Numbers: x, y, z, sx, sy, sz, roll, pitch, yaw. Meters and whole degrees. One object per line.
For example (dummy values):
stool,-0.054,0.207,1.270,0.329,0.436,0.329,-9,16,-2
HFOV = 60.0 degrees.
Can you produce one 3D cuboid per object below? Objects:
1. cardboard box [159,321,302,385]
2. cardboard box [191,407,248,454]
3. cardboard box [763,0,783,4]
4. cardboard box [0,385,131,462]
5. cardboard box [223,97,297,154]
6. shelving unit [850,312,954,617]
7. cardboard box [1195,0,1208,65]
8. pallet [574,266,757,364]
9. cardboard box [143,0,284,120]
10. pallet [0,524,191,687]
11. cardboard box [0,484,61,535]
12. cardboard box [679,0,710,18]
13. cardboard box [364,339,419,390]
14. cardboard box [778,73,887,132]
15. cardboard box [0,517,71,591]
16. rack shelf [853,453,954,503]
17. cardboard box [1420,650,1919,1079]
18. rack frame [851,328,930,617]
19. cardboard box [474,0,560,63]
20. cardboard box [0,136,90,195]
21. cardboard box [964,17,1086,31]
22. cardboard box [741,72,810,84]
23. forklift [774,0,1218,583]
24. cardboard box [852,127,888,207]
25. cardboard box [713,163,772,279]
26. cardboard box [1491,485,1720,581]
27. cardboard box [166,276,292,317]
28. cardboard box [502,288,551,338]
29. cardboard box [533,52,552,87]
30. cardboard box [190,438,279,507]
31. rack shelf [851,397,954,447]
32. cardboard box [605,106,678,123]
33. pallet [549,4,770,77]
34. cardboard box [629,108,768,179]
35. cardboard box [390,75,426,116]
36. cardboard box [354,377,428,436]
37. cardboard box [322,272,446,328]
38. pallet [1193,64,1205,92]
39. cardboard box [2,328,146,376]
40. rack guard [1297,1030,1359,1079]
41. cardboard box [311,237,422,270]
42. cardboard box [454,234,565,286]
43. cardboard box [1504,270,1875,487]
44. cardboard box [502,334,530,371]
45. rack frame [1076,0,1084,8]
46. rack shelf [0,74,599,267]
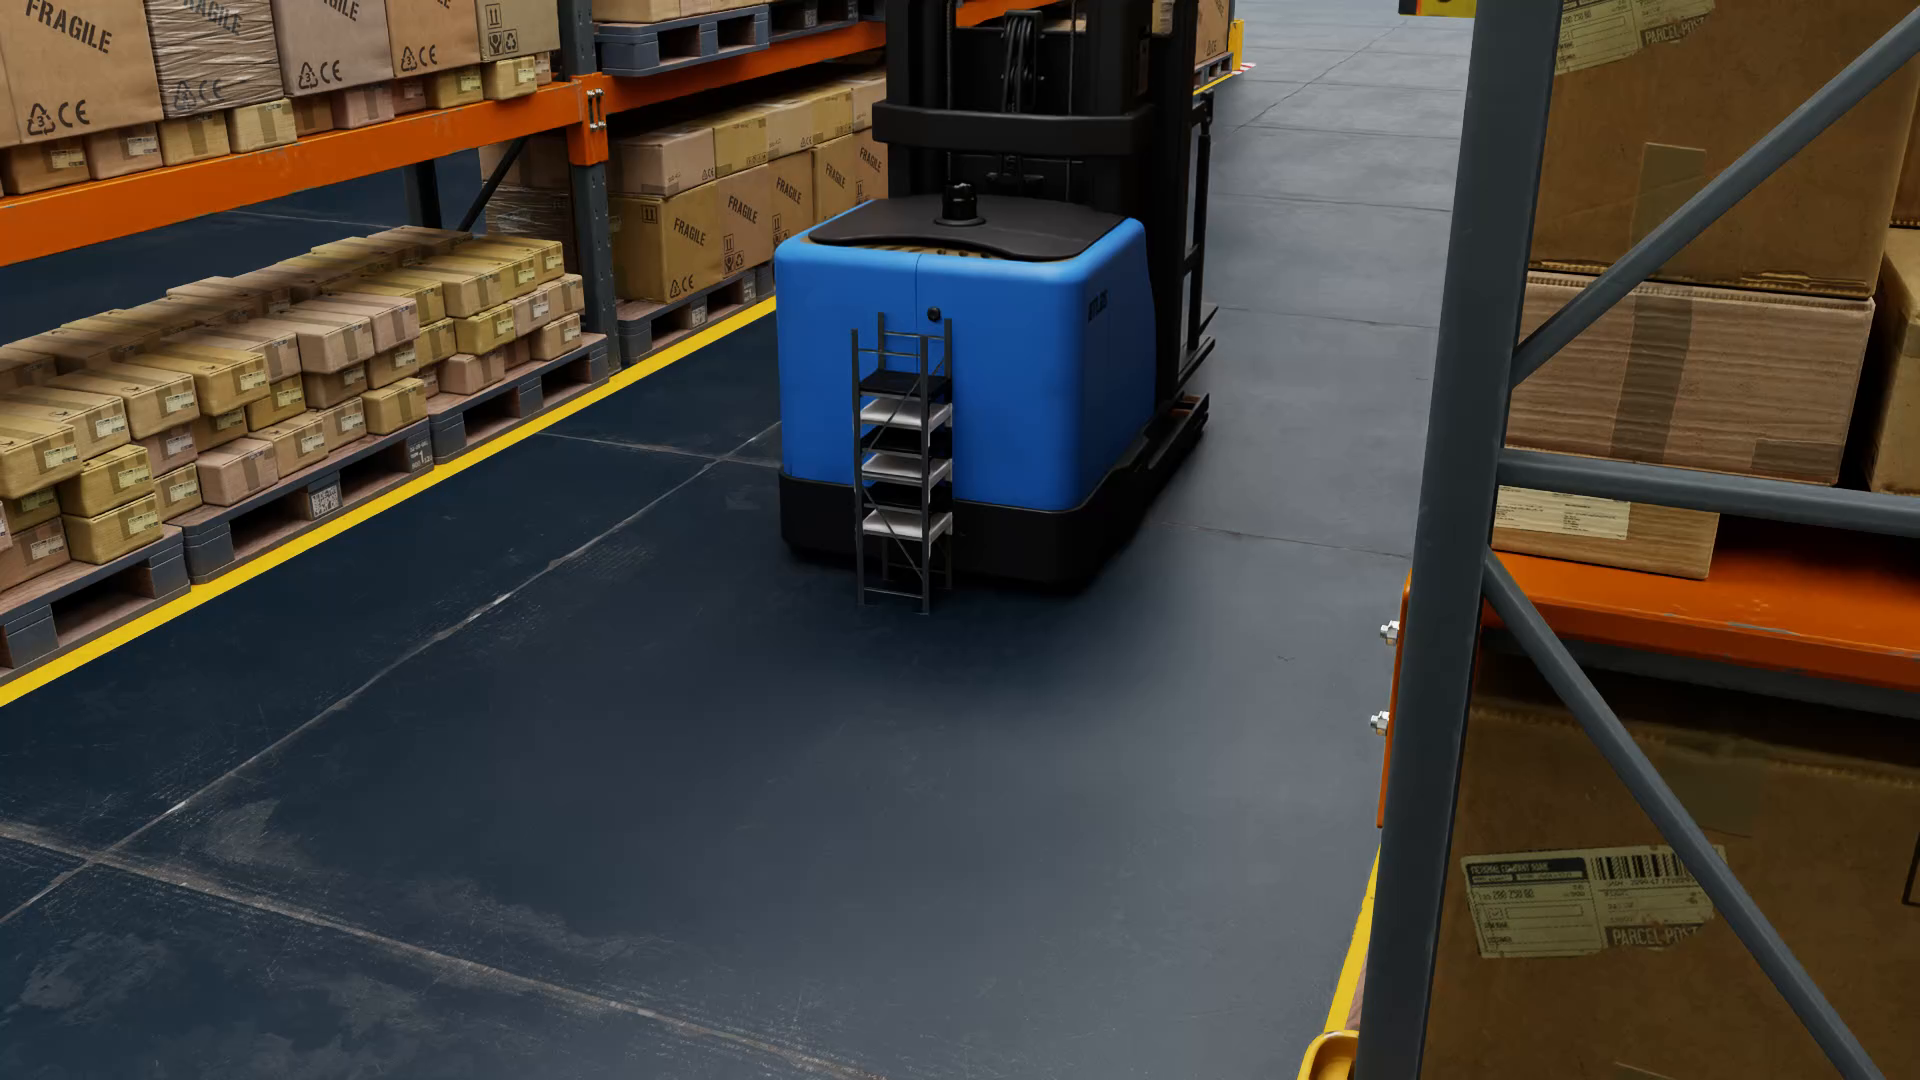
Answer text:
cardboard box,-2.530,-0.640,5.772,0.380,0.149,0.250,9,24,20
cardboard box,-2.651,-0.415,5.620,0.380,0.149,0.250,10,25,23
cardboard box,-1.074,-2.725,8.163,0.380,0.149,0.250,8,24,18
cardboard box,-2.787,-0.351,5.080,0.380,0.149,0.250,8,24,17
cardboard box,-2.432,-1.381,5.490,0.380,0.149,0.250,9,24,21
shelving unit,-0.174,-0.230,5.133,0.258,0.900,0.210,8,24,18
cardboard box,1.913,-5.142,16.381,0.875,0.875,0.875,8,24,19
pallet,-1.742,-1.194,8.335,1.003,0.211,1.213,9,24,20
cardboard box,-2.539,-1.627,5.238,0.500,0.500,0.500,8,24,19
pallet,-3.152,0.203,4.990,1.003,0.211,1.213,9,24,20
cardboard box,-2.919,-0.127,4.931,0.380,0.149,0.250,9,24,21
cardboard box,-1.358,-2.455,7.517,0.380,0.149,0.250,9,24,21
cardboard box,-2.284,-0.693,6.285,0.380,0.149,0.250,9,24,21
cardboard box,-0.732,-2.555,9.701,0.500,0.250,0.500,9,24,21
cardboard box,-2.916,0.014,4.979,0.380,0.149,0.250,9,24,21
rack shelf,-0.174,-0.199,5.146,0.258,0.077,0.200,8,24,18
cardboard box,1.216,0.522,2.821,0.875,0.875,0.875,9,24,20
rack frame,-0.208,-0.193,5.045,0.240,0.900,0.006,8,24,18
cardboard box,-1.947,-2.172,6.542,0.500,0.500,0.500,9,24,20
cardboard box,-2.792,-1.115,4.854,0.380,0.149,0.250,9,24,20
cardboard box,0.433,-3.641,12.949,1.050,0.750,0.750,9,24,20
cardboard box,-1.213,-2.626,9.871,0.500,0.250,0.500,8,24,19
forklift,0.378,-1.756,6.150,1.130,2.935,3.031,8,24,18
cardboard box,-0.742,-2.216,9.861,0.500,0.500,0.500,10,25,22
cardboard box,-1.314,-1.659,8.527,0.500,0.500,0.500,10,25,22
cardboard box,0.879,-0.083,2.383,0.380,0.149,0.250,9,24,21
cardboard box,-2.801,-0.898,6.390,0.380,0.149,0.250,9,24,21
cardboard box,-1.940,-0.961,6.927,0.380,0.149,0.250,8,24,18
cardboard box,-1.918,-1.951,6.854,0.380,0.149,0.250,8,24,19
cardboard box,-2.540,-0.243,5.595,0.380,0.149,0.250,8,24,17
rack shelf,-0.174,-0.365,5.077,0.258,0.077,0.200,8,24,18
cardboard box,-1.784,-2.073,8.547,0.500,0.250,0.500,10,25,23
pallet,-1.610,-2.366,7.772,1.003,0.211,1.213,9,24,20
cardboard box,-1.314,-2.006,8.386,0.500,0.250,0.500,9,24,22
cardboard box,-2.227,-1.673,6.190,0.380,0.149,0.250,8,24,19
cardboard box,-2.243,-0.521,6.259,0.380,0.149,0.250,9,24,20
cardboard box,-2.233,-0.921,6.446,0.380,0.149,0.250,10,25,22
pallet,1.749,-4.477,16.195,1.003,0.211,1.213,9,24,20
cardboard box,-3.025,-0.608,5.696,0.380,0.149,0.250,8,24,18
rack guard,1.043,1.138,2.378,1.175,0.500,0.348,9,24,20
cardboard box,-2.507,-1.171,7.044,0.380,0.149,0.250,10,25,23
cardboard box,-1.920,-1.190,7.090,0.380,0.149,0.250,9,24,22
cardboard box,0.986,-0.304,2.395,0.500,0.250,0.500,8,24,19
cardboard box,-2.033,-0.810,6.952,0.380,0.149,0.250,9,24,22
rack frame,0.942,-5.065,13.984,1.000,3.000,0.127,9,24,20
rack shelf,-2.772,-1.154,5.556,1.077,0.370,4.000,9,24,20
